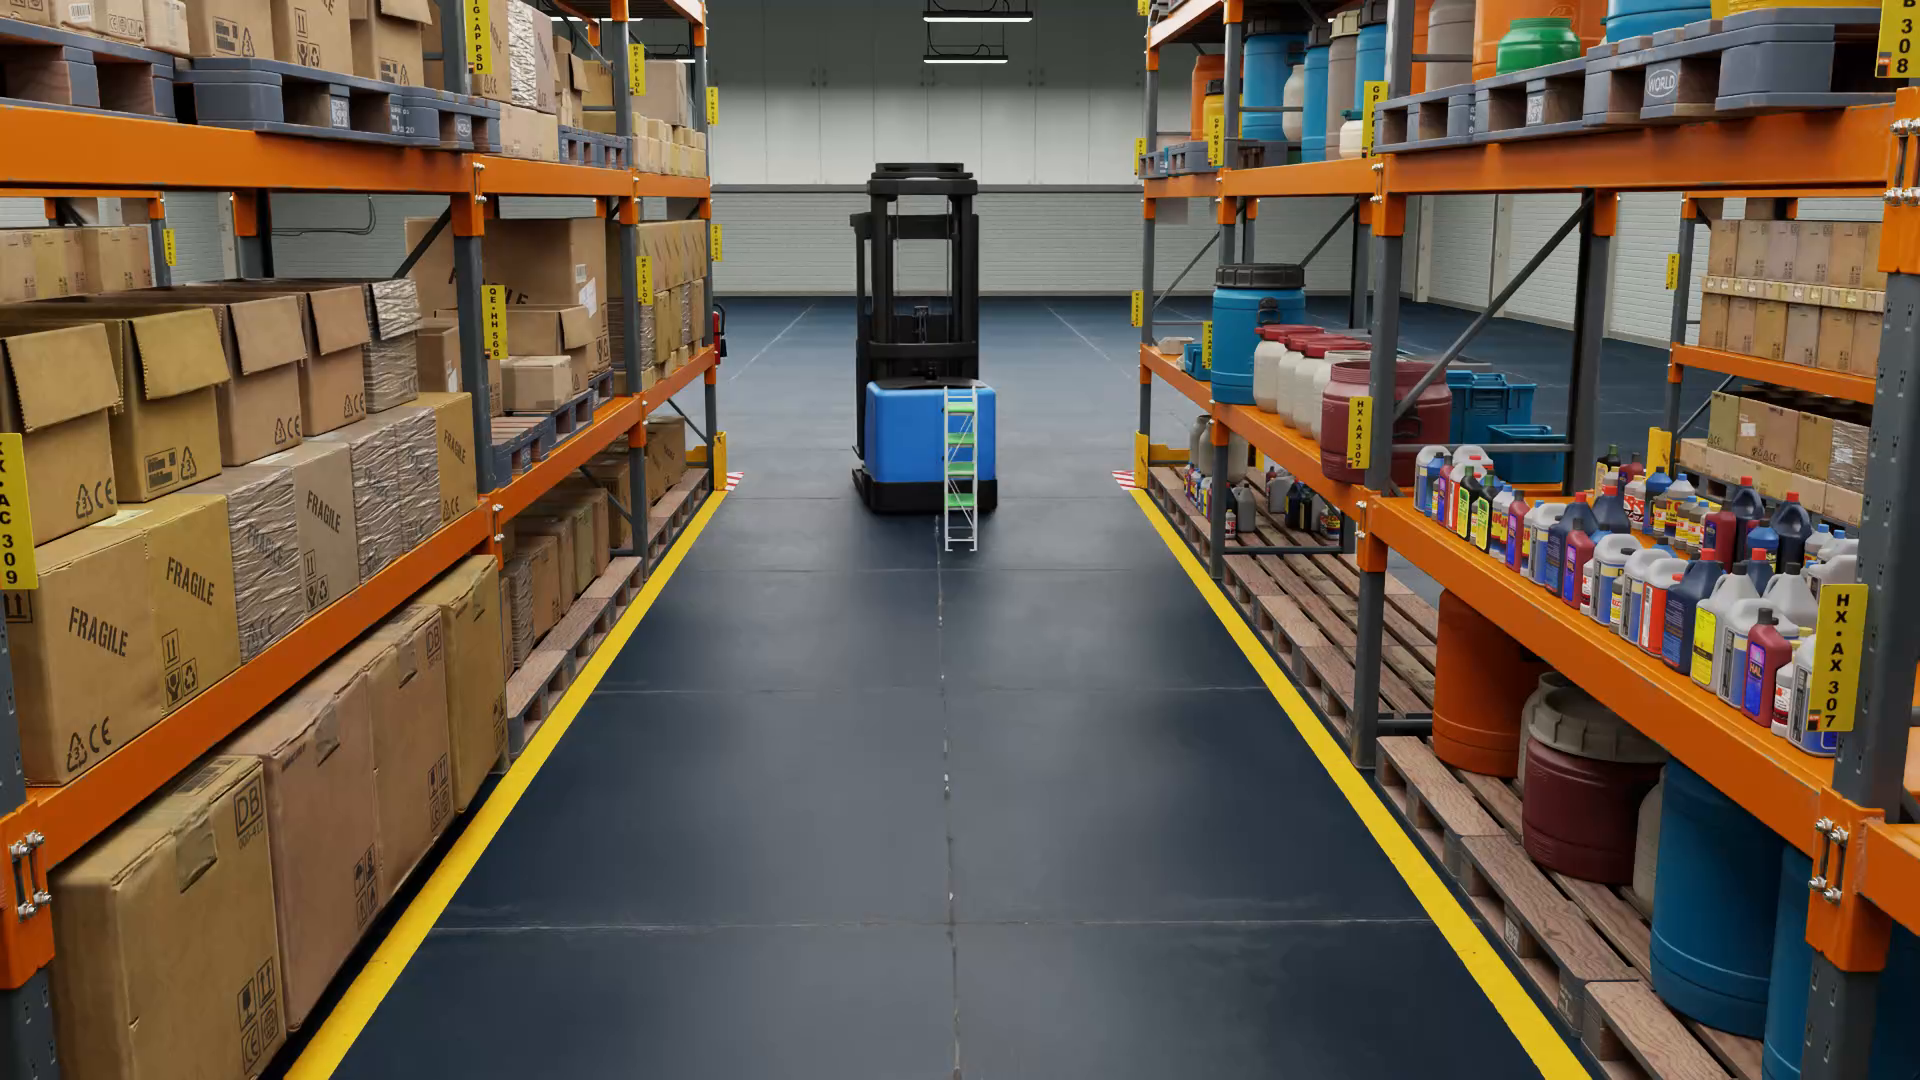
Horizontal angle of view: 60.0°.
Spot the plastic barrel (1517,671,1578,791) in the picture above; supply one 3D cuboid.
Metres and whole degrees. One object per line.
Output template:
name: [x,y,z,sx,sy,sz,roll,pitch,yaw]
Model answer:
plastic barrel: [2.477,0.815,6.698,0.421,0.512,0.421,0,11,0]

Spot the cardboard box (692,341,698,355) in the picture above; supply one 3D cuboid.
cardboard box: [-2.495,-1.699,14.522,0.380,0.149,0.250,0,11,-1]

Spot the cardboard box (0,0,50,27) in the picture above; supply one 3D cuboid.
cardboard box: [-2.542,-1.432,3.721,0.700,0.500,0.500,0,11,0]

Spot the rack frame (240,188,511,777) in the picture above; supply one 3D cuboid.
rack frame: [-2.603,-0.387,7.423,1.000,3.000,0.127,0,11,-1]

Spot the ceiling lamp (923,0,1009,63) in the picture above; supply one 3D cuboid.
ceiling lamp: [0.130,-12.848,39.076,2.000,3.185,0.800,0,11,-1]

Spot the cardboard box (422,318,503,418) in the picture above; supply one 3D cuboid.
cardboard box: [-2.766,-0.860,8.444,0.700,0.500,0.500,1,12,7]

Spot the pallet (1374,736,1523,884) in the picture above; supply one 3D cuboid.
pallet: [2.407,1.116,7.028,1.003,0.211,1.213,0,11,-1]

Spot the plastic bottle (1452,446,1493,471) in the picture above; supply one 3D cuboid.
plastic bottle: [2.187,-0.260,7.108,0.152,0.276,0.135,0,11,-1]

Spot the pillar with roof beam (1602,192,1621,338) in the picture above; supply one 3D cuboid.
pillar with roof beam: [8.292,-8.403,31.847,9.100,9.000,0.548,0,11,-1]

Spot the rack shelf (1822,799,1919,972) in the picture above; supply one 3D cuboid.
rack shelf: [2.473,1.138,1.715,1.077,0.370,4.000,0,11,-1]

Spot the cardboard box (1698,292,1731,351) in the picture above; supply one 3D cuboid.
cardboard box: [7.133,-1.973,14.991,0.700,0.500,0.500,0,11,-1]

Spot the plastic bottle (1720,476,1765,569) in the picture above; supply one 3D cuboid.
plastic bottle: [2.769,-0.046,5.863,0.144,0.351,0.185,0,11,-1]

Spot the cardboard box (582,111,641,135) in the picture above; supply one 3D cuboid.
cardboard box: [-2.384,-2.840,11.344,0.380,0.149,0.250,-1,11,-3]

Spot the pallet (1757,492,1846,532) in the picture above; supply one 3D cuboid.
pallet: [7.216,-0.257,13.794,1.003,0.211,1.213,0,11,-1]

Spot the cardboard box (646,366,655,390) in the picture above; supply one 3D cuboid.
cardboard box: [-2.382,-1.153,11.829,0.380,0.149,0.250,0,11,-1]

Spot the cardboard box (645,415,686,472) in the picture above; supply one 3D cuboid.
cardboard box: [-2.772,-0.834,14.856,0.500,0.500,0.500,2,12,9]

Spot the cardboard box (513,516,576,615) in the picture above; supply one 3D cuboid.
cardboard box: [-2.692,0.156,9.929,0.700,0.500,0.500,-1,12,-6]

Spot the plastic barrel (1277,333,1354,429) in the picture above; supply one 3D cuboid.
plastic barrel: [2.082,-0.932,9.768,0.433,0.535,0.433,0,11,0]

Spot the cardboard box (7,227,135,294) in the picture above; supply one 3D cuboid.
cardboard box: [-7.657,-2.397,14.236,0.875,0.550,0.550,0,11,-1]

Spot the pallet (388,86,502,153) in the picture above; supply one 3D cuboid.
pallet: [-2.537,-1.637,6.513,1.213,0.211,1.003,0,11,1]

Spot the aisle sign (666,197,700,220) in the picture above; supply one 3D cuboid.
aisle sign: [-2.470,-3.265,15.070,0.394,0.787,0.004,0,11,-1]

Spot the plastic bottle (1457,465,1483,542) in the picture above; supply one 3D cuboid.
plastic bottle: [2.001,-0.144,6.518,0.061,0.283,0.133,0,11,-1]

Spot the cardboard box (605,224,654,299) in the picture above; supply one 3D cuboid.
cardboard box: [-2.441,-1.957,11.649,0.500,0.500,0.500,0,11,-1]

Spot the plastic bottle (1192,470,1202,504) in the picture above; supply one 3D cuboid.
plastic bottle: [1.919,-0.426,13.372,0.097,0.271,0.097,0,11,0]

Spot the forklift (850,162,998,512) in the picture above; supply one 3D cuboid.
forklift: [-0.413,-1.918,15.140,1.130,2.935,3.031,-2,12,-8]

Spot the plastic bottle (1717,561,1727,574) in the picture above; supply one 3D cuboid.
plastic bottle: [2.206,0.197,4.869,0.097,0.271,0.097,0,11,0]

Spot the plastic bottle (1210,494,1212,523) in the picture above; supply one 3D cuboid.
plastic bottle: [1.961,-0.285,12.475,0.144,0.351,0.185,-1,11,-4]

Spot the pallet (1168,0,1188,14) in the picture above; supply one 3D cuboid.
pallet: [2.193,-4.261,12.910,1.003,0.211,1.213,0,11,-1]

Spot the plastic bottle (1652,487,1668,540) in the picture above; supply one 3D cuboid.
plastic bottle: [2.779,-0.104,6.529,0.097,0.201,0.097,0,11,0]

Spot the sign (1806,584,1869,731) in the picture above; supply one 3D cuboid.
sign: [1.881,0.254,3.567,0.100,0.325,0.005,0,11,-1]

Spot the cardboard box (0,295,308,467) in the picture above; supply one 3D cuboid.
cardboard box: [-2.573,-0.519,5.301,0.797,0.503,0.637,0,11,1]

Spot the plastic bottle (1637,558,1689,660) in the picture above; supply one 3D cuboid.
plastic bottle: [2.082,0.199,4.848,0.152,0.276,0.135,0,11,-1]

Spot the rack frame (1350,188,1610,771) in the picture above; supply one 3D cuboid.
rack frame: [2.349,-0.407,7.523,1.000,3.000,0.127,0,11,-1]

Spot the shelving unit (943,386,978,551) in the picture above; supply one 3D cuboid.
shelving unit: [0.003,-0.555,12.778,0.258,1.200,0.503,0,11,-1]

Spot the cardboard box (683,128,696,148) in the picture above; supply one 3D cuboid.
cardboard box: [-2.418,-3.359,13.904,0.380,0.149,0.250,0,11,-1]

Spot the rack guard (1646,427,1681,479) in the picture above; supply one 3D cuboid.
rack guard: [7.135,-0.797,15.730,1.175,0.500,0.348,0,11,-1]

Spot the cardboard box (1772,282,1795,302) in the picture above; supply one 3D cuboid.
cardboard box: [6.957,-2.049,13.733,0.380,0.149,0.250,0,11,-2]

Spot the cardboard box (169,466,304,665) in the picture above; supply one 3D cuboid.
cardboard box: [-2.301,0.067,4.932,0.500,0.500,0.500,0,11,-2]

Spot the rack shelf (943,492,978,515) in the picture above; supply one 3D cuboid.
rack shelf: [0.003,-0.257,12.838,0.258,0.148,0.480,0,11,-1]

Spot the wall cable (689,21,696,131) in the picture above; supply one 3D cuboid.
wall cable: [-8.393,-12.971,45.806,2.305,6.003,0.169,0,11,-1]

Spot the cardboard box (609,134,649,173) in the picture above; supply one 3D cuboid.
cardboard box: [-2.439,-2.669,11.505,0.500,0.250,0.500,-1,11,-3]

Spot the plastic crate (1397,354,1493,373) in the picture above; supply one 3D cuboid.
plastic crate: [2.621,-0.761,9.106,0.402,0.464,0.583,0,11,-1]

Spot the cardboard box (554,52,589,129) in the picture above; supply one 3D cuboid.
cardboard box: [-2.775,-2.815,10.529,0.797,0.503,0.637,-1,11,-4]

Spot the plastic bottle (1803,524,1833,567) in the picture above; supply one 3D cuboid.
plastic bottle: [2.802,0.085,5.422,0.097,0.271,0.097,0,11,0]

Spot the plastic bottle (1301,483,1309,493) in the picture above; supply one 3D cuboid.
plastic bottle: [2.660,-0.320,12.646,0.144,0.351,0.185,-1,11,-4]

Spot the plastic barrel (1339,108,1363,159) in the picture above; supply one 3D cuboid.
plastic barrel: [2.089,-2.062,8.480,0.301,0.262,0.301,0,11,0]

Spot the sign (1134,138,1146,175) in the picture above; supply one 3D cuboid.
sign: [1.633,-3.471,15.055,0.100,0.325,0.005,0,11,-1]

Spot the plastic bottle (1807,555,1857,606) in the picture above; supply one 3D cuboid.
plastic bottle: [2.632,0.172,4.981,0.152,0.276,0.135,0,11,-1]

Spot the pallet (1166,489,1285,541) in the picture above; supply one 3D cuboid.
pallet: [2.266,-0.213,13.577,1.003,0.211,1.213,0,11,-1]

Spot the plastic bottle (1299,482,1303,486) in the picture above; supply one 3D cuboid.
plastic bottle: [2.620,-0.310,12.797,0.097,0.271,0.097,0,11,0]

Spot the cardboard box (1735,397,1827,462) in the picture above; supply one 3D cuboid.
cardboard box: [6.960,-0.937,14.106,0.500,0.500,0.500,0,11,-1]

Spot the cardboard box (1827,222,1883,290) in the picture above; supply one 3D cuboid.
cardboard box: [7.182,-2.195,12.820,0.700,0.500,0.500,0,11,-1]

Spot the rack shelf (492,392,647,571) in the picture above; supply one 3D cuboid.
rack shelf: [-2.644,-0.432,9.454,1.077,0.370,4.000,0,11,-1]

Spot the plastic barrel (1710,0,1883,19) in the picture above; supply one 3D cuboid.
plastic barrel: [2.210,-1.561,4.135,0.600,0.588,0.600,0,11,0]

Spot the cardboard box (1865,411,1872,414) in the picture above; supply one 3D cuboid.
cardboard box: [7.501,-0.740,13.136,0.500,0.500,0.500,0,11,-1]

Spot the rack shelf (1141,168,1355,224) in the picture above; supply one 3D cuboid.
rack shelf: [2.225,-2.718,13.175,1.077,0.370,4.000,0,11,-1]

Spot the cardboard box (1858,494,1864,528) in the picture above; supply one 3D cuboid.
cardboard box: [6.990,-0.172,12.220,0.500,0.250,0.500,0,11,-1]

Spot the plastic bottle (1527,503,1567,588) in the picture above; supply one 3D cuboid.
plastic bottle: [2.063,0.016,5.746,0.152,0.276,0.135,0,11,-1]
